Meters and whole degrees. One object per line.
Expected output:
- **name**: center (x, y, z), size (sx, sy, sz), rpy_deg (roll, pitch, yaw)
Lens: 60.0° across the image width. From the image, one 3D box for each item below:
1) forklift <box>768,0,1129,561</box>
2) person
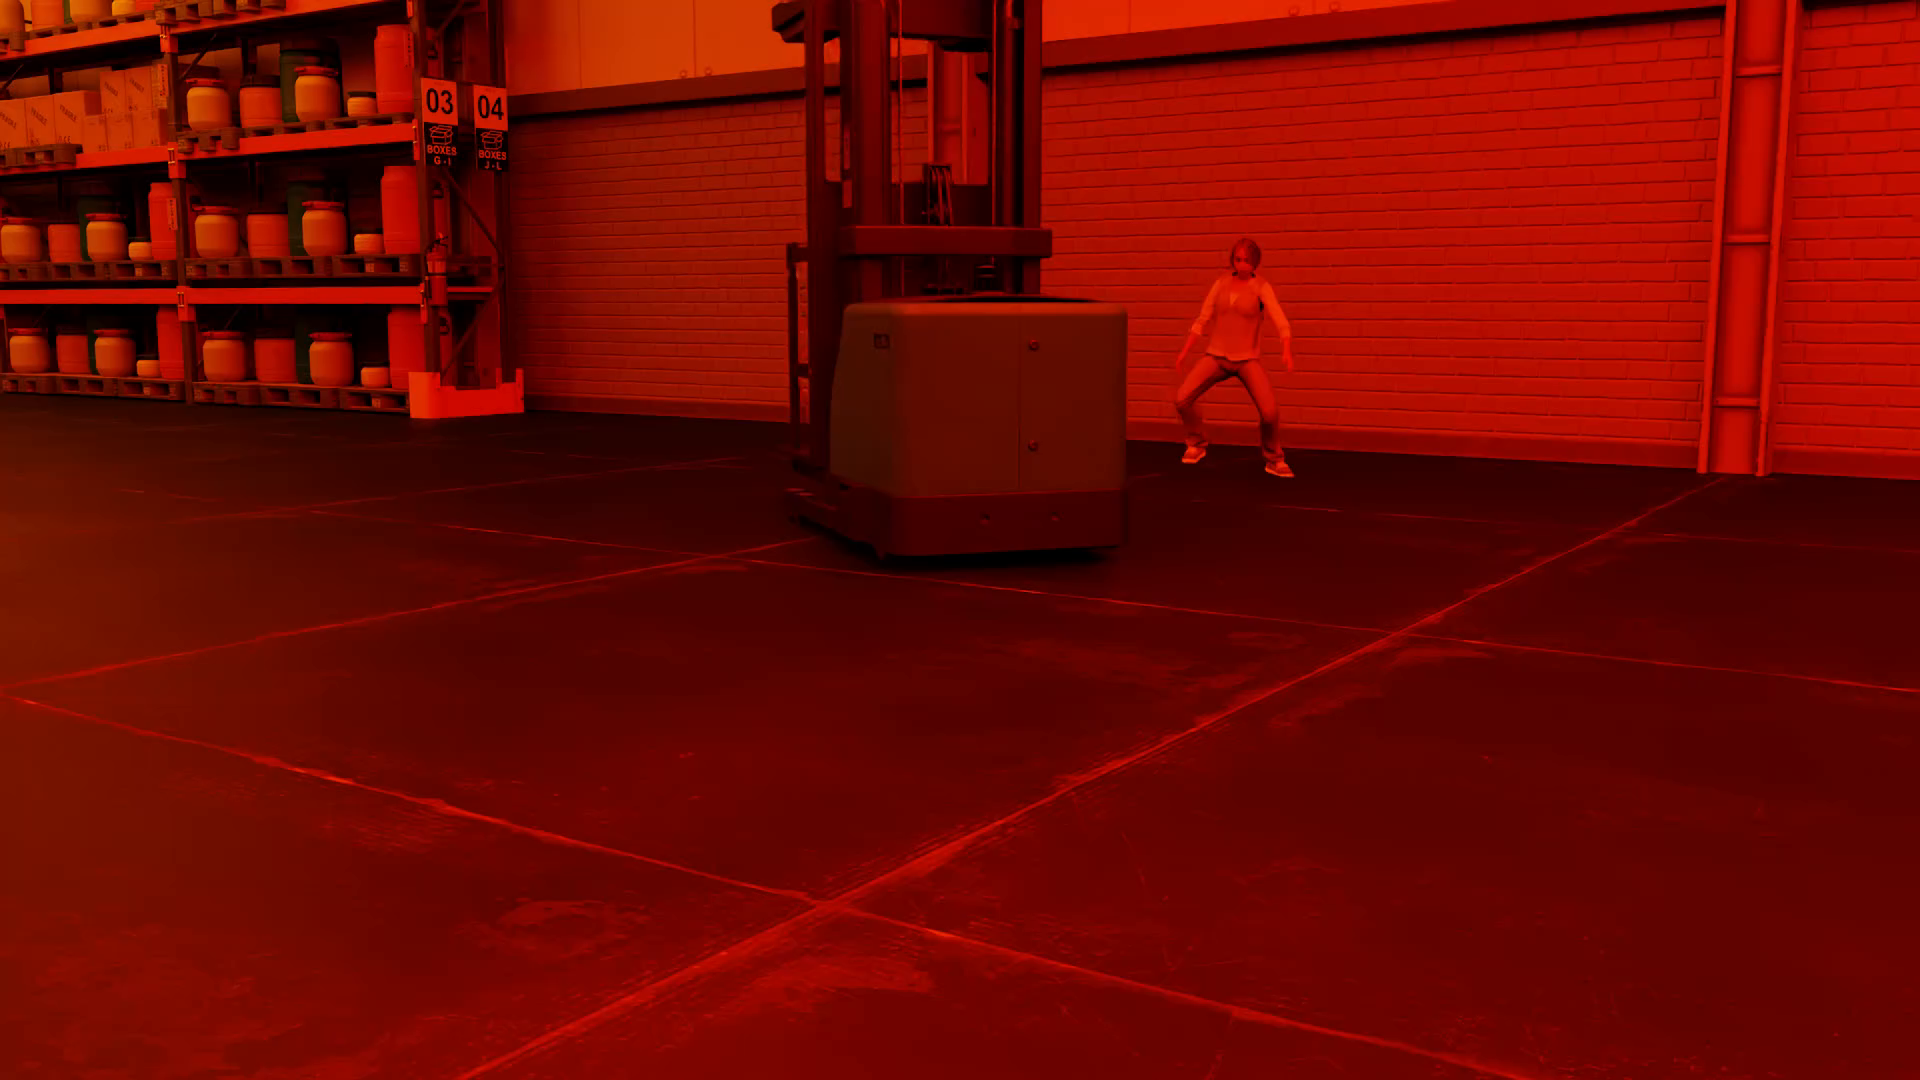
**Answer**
- **forklift**: center (-0.263, -1.536, 7.996), size (1.130, 2.935, 3.031), rpy_deg (-3, 9, -19)
- **person**: center (1.726, -1.126, 10.363), size (0.801, 1.483, 0.574), rpy_deg (5, 9, 29)
